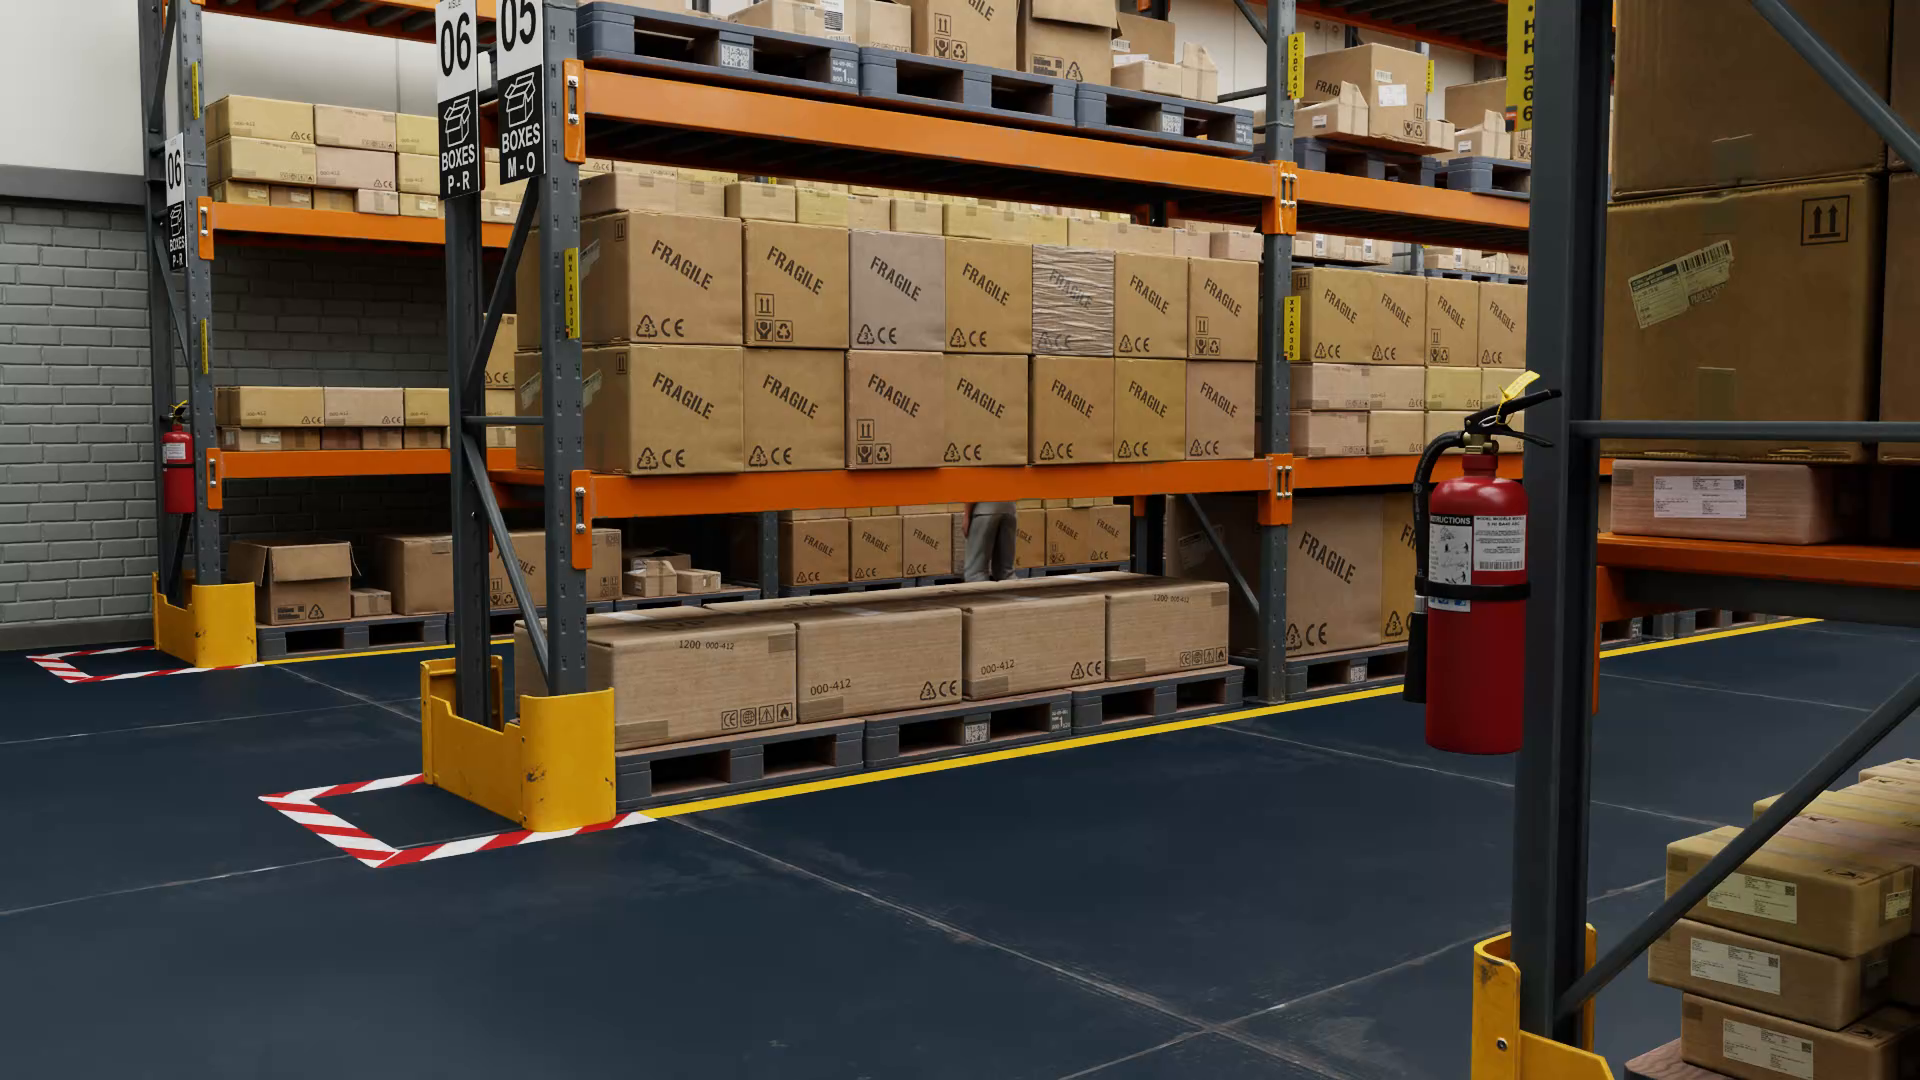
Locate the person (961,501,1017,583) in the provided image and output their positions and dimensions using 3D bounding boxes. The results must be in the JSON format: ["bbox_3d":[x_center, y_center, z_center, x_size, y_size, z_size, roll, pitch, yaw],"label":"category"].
[{"bbox_3d":[0.212,-0.130,10.988,0.439,1.674,0.369,-3,6,-37],"label":"person"}]
